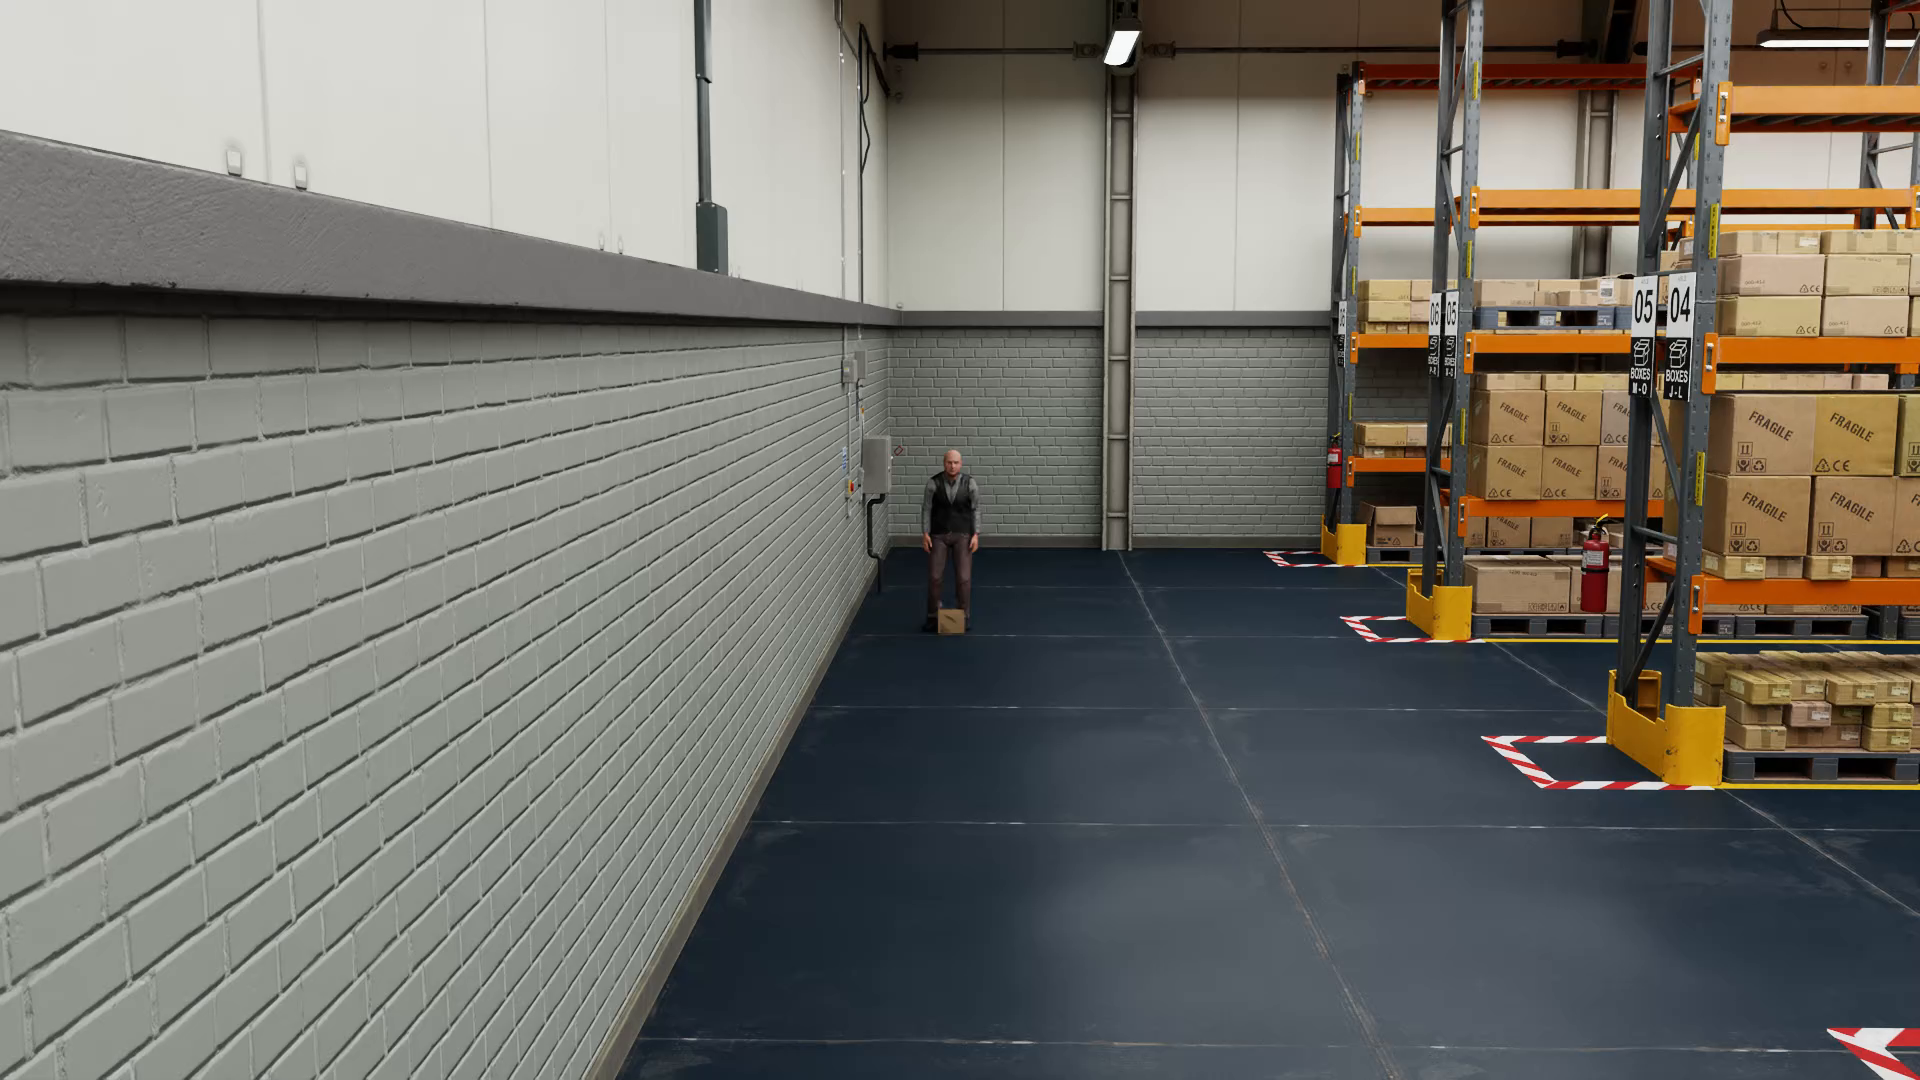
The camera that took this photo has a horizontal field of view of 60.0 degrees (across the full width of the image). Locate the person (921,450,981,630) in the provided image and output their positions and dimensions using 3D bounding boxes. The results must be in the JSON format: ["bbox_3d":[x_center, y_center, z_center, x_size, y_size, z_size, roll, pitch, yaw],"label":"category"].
[{"bbox_3d":[-0.087,-0.009,15.932,0.570,1.721,0.420,0,7,-1],"label":"person"}]
